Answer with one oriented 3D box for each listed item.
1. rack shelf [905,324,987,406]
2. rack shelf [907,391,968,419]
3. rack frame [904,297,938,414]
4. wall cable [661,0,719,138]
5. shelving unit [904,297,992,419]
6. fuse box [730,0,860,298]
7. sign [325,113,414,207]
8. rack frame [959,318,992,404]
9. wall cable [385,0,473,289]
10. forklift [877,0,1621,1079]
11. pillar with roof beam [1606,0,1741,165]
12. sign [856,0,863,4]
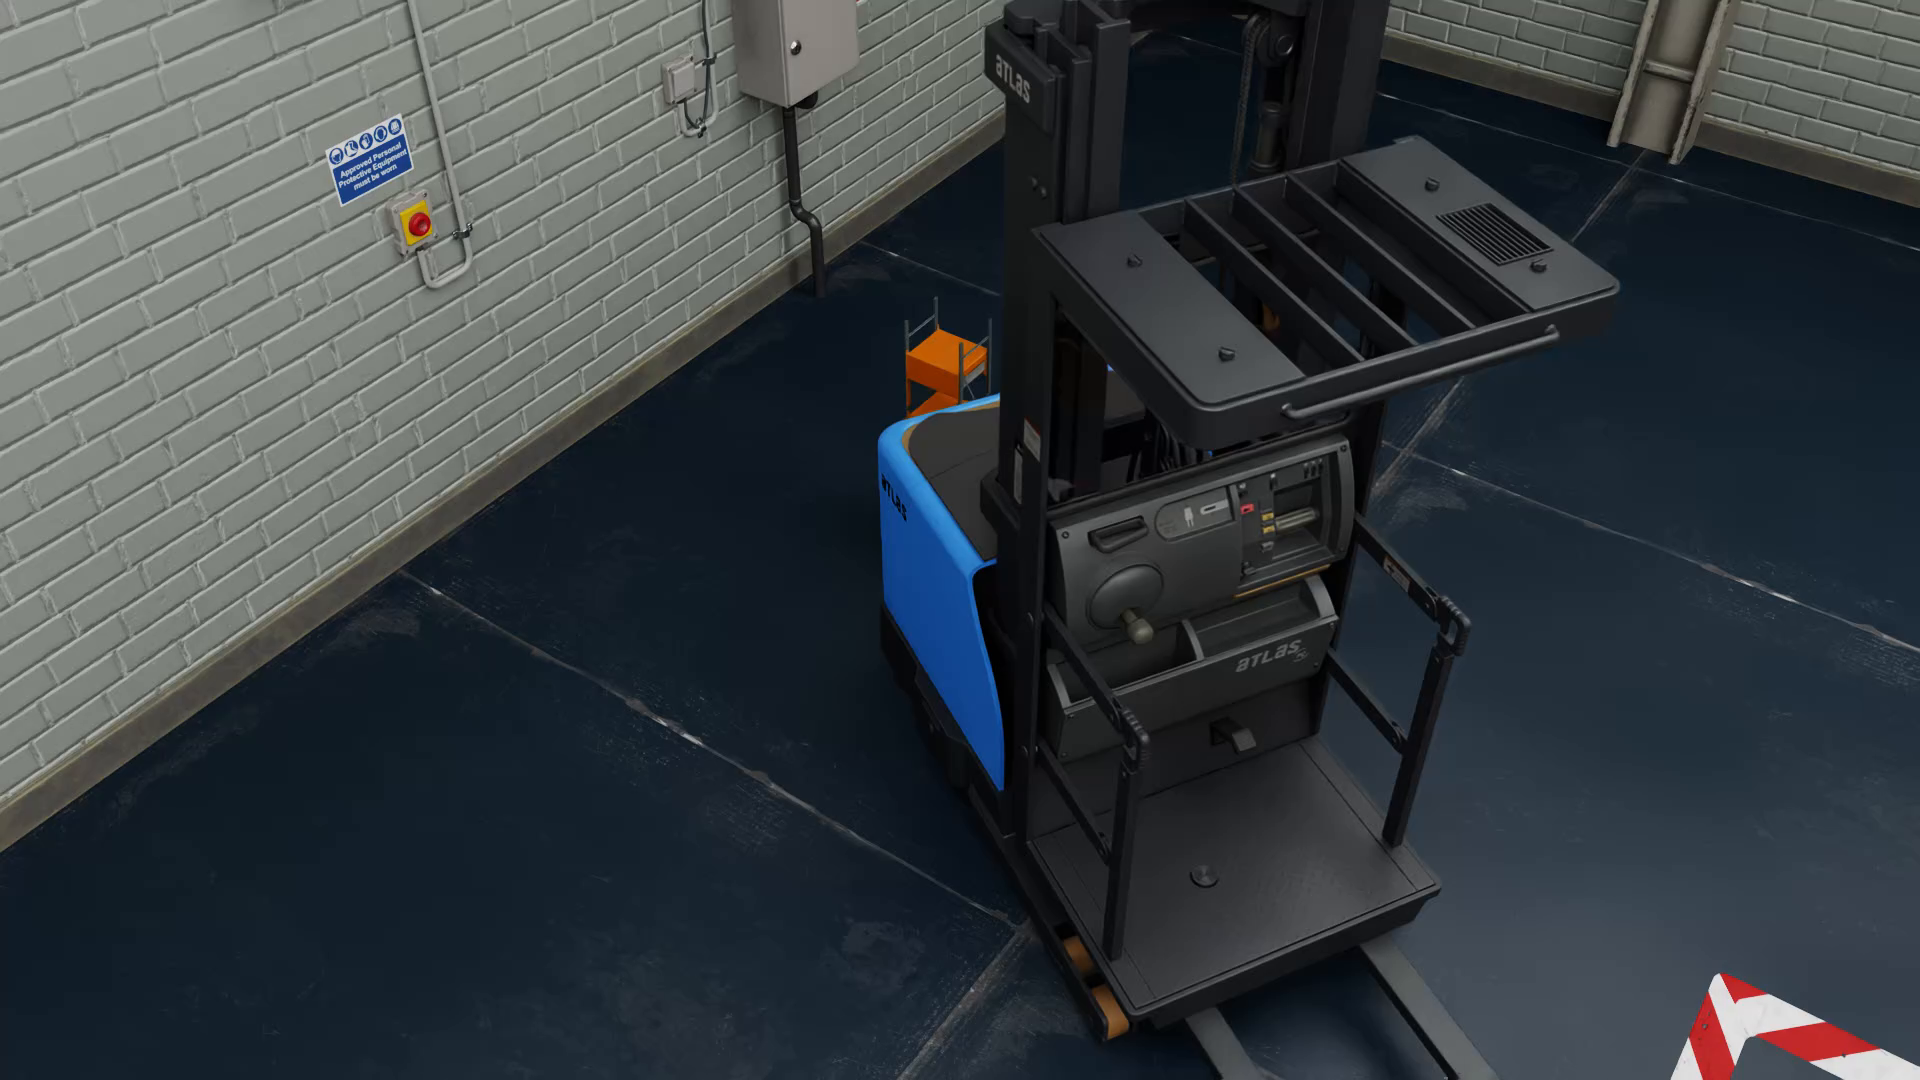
[{"bbox_3d":[-0.044,-0.615,6.241,0.240,0.259,0.215,25,48,25],"label":"rack shelf"},{"bbox_3d":[-0.044,-0.404,6.430,0.240,0.259,0.215,25,48,25],"label":"rack shelf"},{"bbox_3d":[-0.144,-0.458,6.475,0.008,1.050,0.200,25,48,25],"label":"rack frame"},{"bbox_3d":[-1.162,-2.379,6.397,0.122,1.984,0.588,25,48,25],"label":"wall cable"},{"bbox_3d":[-0.044,-0.412,6.423,0.252,1.050,0.215,25,48,25],"label":"shelving unit"},{"bbox_3d":[-0.641,-1.833,7.515,0.414,1.711,0.539,25,48,25],"label":"fuse box"},{"bbox_3d":[-2.045,-1.319,5.772,0.001,0.218,0.327,25,48,25],"label":"sign"},{"bbox_3d":[0.056,-0.365,6.371,0.008,1.050,0.200,25,48,25],"label":"rack frame"},{"bbox_3d":[-1.967,-1.612,5.517,0.123,1.953,0.585,25,48,25],"label":"wall cable"},{"bbox_3d":[0.780,0.086,4.456,1.130,2.935,3.031,-17,45,-18],"label":"forklift"},{"bbox_3d":[1.348,-3.197,3.574,0.400,9.000,9.100,25,48,25],"label":"pillar with roof beam"},{"bbox_3d":[-0.527,-2.626,7.507,0.001,0.494,0.329,25,48,25],"label":"sign"}]
